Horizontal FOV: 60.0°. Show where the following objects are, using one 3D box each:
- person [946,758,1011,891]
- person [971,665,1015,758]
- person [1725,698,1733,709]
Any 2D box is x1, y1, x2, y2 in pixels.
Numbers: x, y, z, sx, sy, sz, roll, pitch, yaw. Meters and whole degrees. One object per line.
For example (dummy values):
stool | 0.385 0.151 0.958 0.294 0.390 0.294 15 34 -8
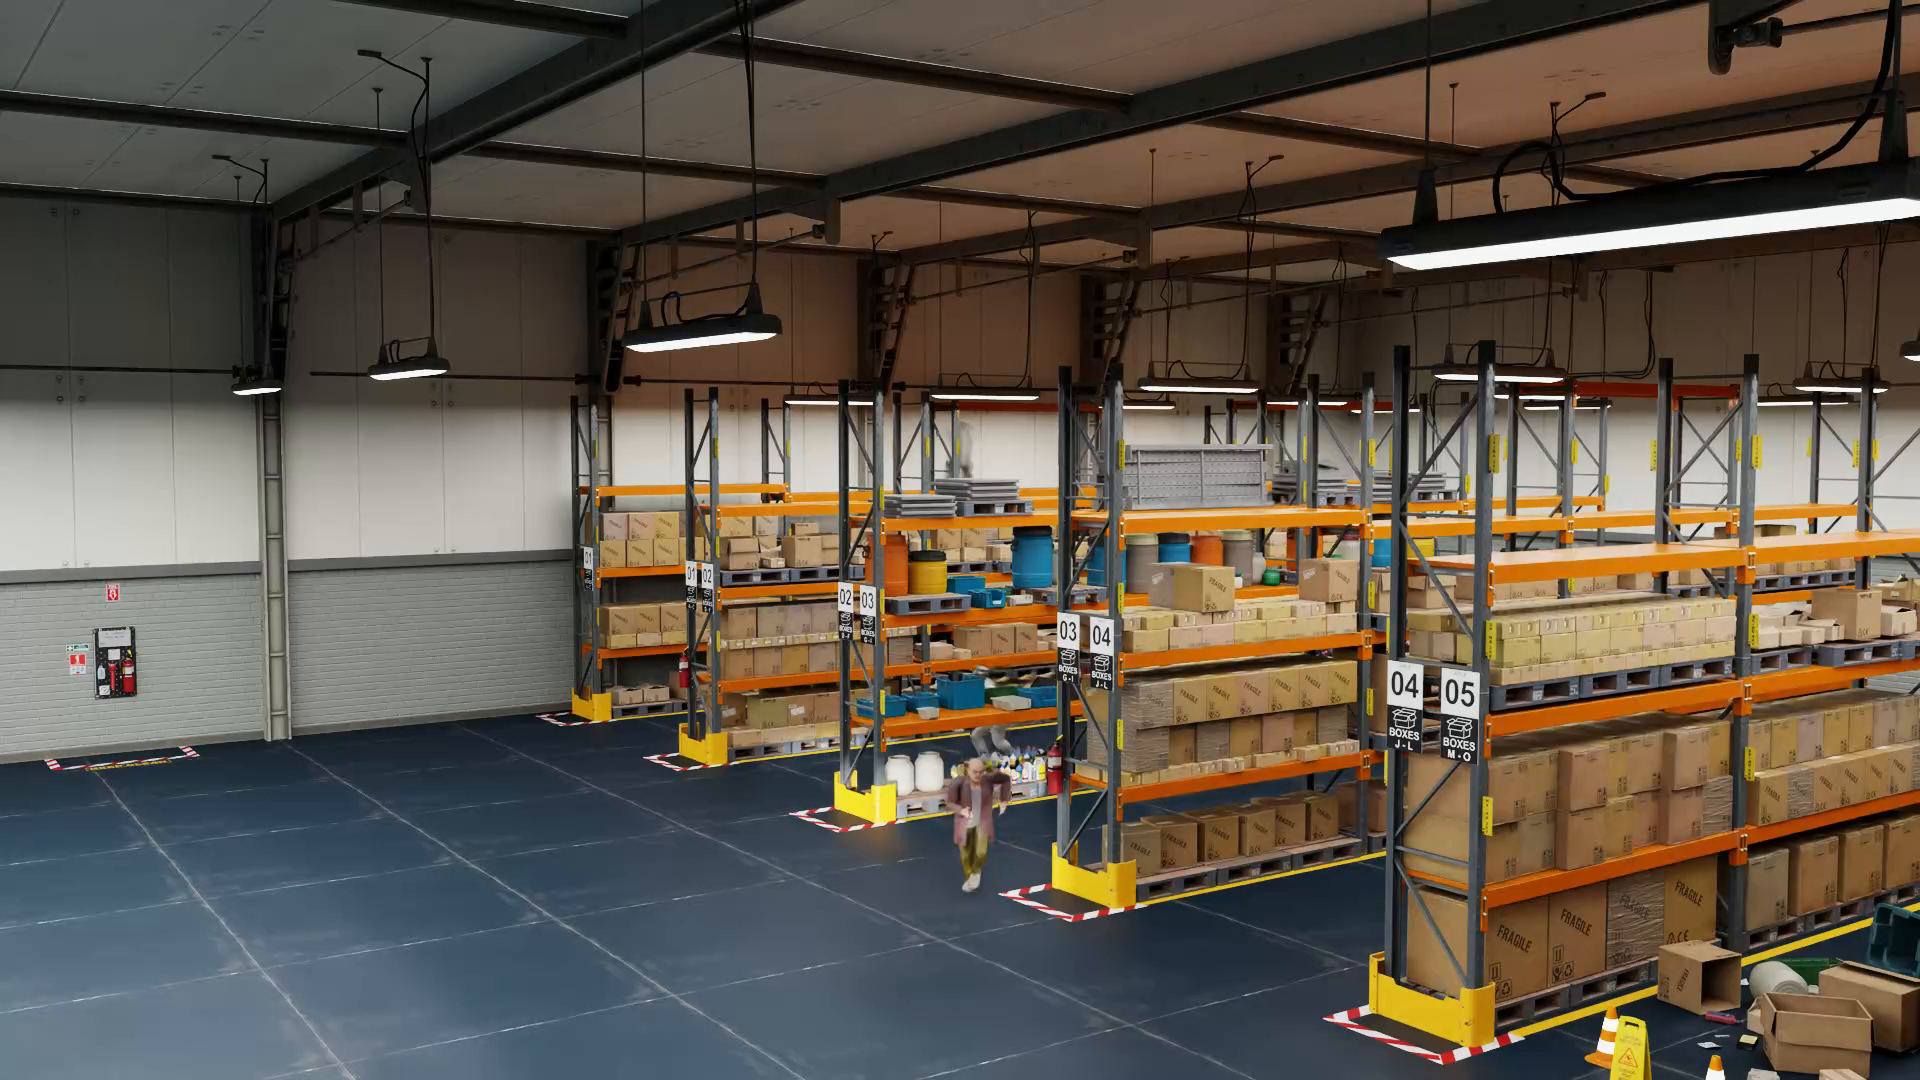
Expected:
person | 0.211 3.223 18.780 0.741 1.614 0.972 0 3 -3
person | 0.586 2.788 25.924 0.848 1.721 0.680 -2 4 -26
person | 10.789 2.967 23.235 0.560 1.601 0.595 -3 4 -39
